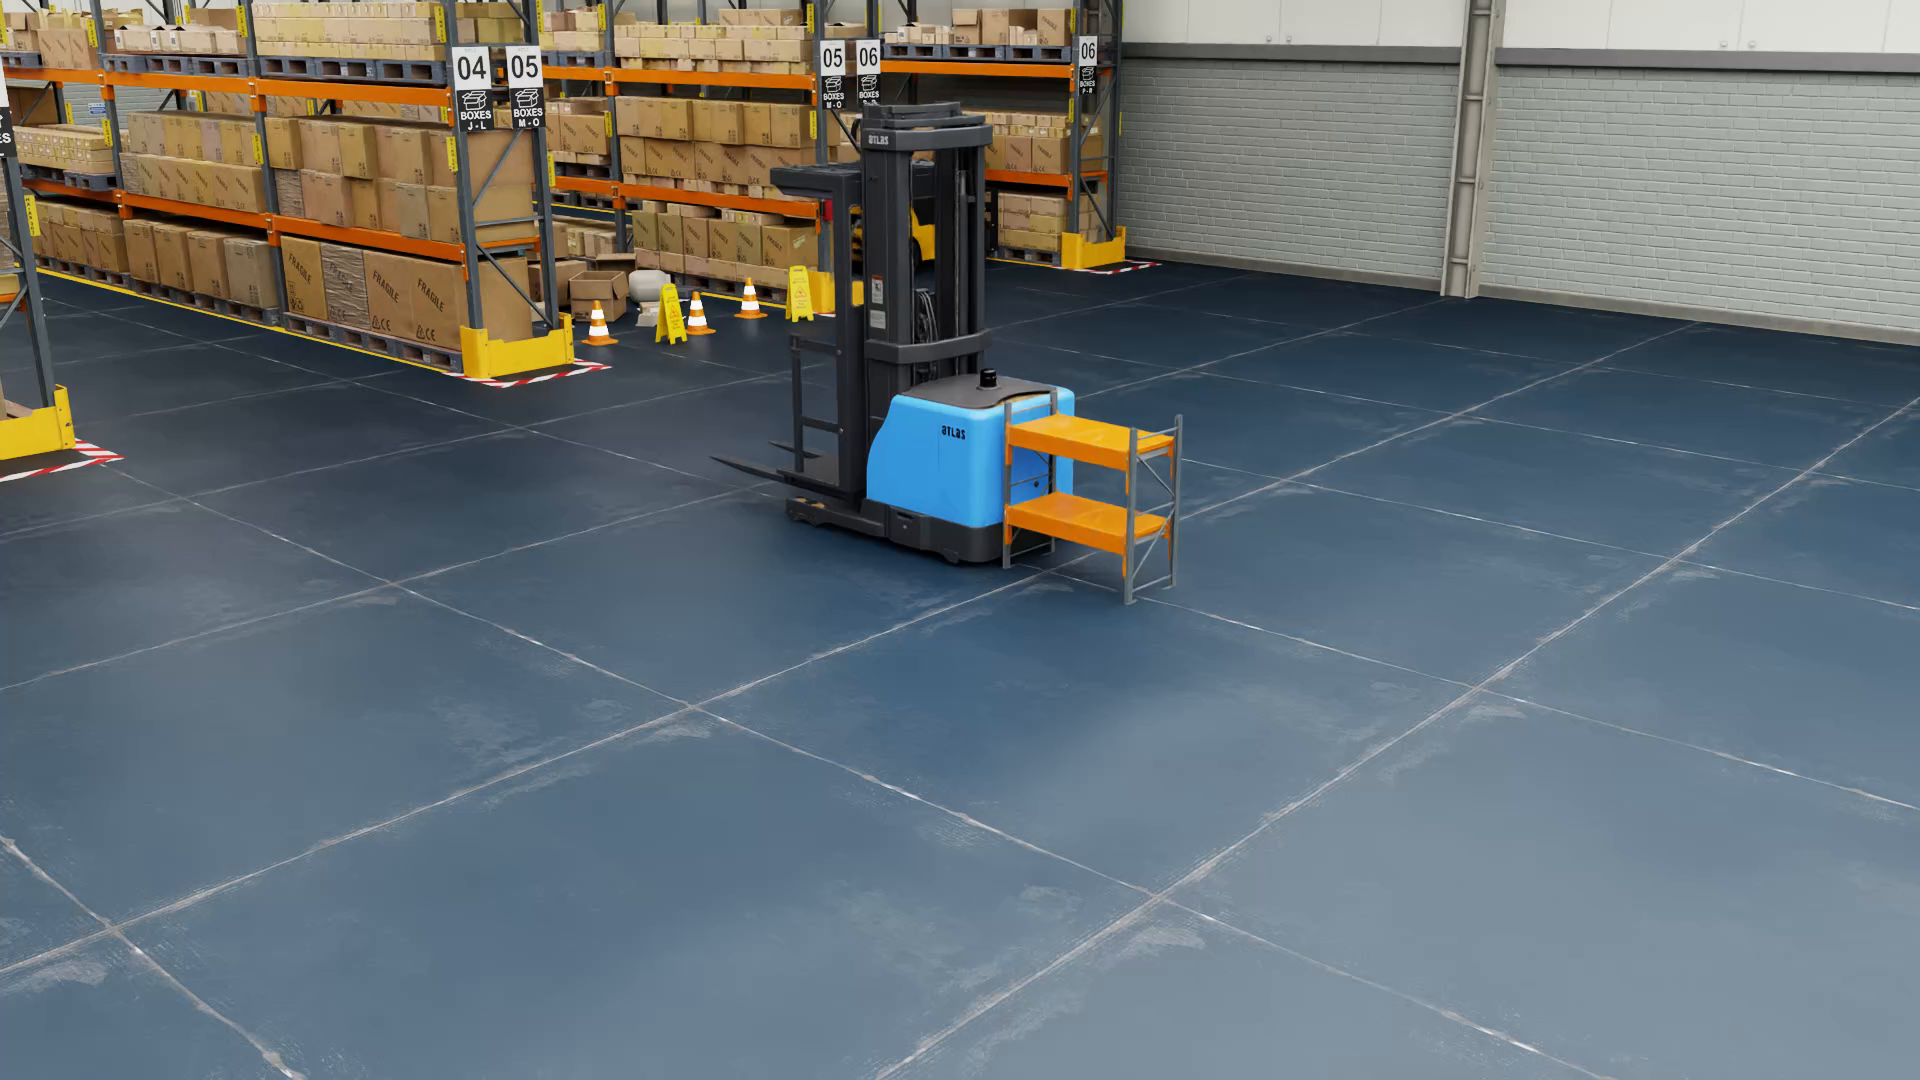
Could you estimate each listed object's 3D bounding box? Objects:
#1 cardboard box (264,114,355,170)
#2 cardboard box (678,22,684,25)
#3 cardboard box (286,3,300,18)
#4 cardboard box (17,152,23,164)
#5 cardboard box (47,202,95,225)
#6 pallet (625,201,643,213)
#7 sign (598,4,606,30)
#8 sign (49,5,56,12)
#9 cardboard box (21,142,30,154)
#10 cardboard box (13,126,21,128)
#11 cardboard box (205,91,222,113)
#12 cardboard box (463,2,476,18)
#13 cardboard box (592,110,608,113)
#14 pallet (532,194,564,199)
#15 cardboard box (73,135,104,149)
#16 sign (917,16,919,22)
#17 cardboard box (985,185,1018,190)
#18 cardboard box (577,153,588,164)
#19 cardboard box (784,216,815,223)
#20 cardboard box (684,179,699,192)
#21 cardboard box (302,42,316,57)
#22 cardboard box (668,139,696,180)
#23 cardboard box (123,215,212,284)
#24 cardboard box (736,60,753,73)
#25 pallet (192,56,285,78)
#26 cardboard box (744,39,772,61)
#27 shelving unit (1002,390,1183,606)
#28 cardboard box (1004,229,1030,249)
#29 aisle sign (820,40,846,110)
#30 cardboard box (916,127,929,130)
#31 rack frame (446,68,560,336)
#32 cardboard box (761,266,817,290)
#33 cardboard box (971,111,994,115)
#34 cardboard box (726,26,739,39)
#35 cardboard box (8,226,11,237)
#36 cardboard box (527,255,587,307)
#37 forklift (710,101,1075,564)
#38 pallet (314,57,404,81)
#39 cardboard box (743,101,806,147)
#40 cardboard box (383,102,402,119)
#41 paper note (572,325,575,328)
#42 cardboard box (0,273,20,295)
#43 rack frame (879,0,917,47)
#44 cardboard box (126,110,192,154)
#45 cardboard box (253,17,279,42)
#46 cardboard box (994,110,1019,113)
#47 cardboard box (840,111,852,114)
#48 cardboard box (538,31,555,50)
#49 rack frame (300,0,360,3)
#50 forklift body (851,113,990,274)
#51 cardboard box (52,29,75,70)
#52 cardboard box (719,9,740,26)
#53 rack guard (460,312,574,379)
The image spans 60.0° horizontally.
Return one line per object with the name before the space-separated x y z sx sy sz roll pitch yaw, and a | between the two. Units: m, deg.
cardboard box | -7.307 -4.518 18.855 0.550 0.550 0.875 15 23 39
cardboard box | -4.630 -8.849 28.676 0.250 0.149 0.380 14 22 37
cardboard box | -6.942 -5.649 17.730 0.250 0.149 0.380 15 23 38
cardboard box | -12.971 -5.361 23.266 0.250 0.149 0.380 15 23 40
cardboard box | -12.388 -4.568 23.245 0.500 0.250 0.500 16 24 41
pallet | -5.491 -6.155 30.657 1.213 0.211 1.003 15 23 39
sign | -4.715 -6.891 21.902 0.005 0.325 0.100 15 23 39
sign | -13.178 -7.610 24.167 0.005 0.325 0.100 15 23 39
cardboard box | -12.767 -5.450 23.054 0.250 0.149 0.380 16 24 41
cardboard box | -13.554 -5.801 23.668 0.250 0.149 0.380 17 24 42
cardboard box | -13.155 -7.926 29.811 0.500 0.500 0.500 14 23 38
cardboard box | -4.793 -5.338 16.751 0.250 0.149 0.380 15 23 40
cardboard box | -5.246 -5.905 23.908 0.500 0.500 0.500 15 23 39
pallet | -8.471 -6.937 33.123 1.213 0.211 1.003 15 23 39
cardboard box | -11.409 -5.226 21.858 0.250 0.149 0.380 15 23 39
sign | -0.691 -8.117 26.286 0.005 0.325 0.100 15 23 39
cardboard box | 0.578 -5.287 25.509 0.500 0.250 0.500 14 23 38
cardboard box | -5.103 -5.332 23.175 0.250 0.149 0.380 14 22 38
cardboard box | -2.190 -3.931 21.650 0.500 0.500 0.500 14 22 37
cardboard box | -3.377 -4.639 21.686 0.250 0.149 0.380 15 23 40
cardboard box | -6.751 -5.217 17.690 0.250 0.149 0.380 15 23 38
cardboard box | -3.448 -4.992 21.727 0.500 0.500 0.500 15 23 39
cardboard box | -10.156 -3.802 21.657 0.750 0.750 1.050 15 23 39
cardboard box | -2.558 -5.878 20.630 0.250 0.149 0.380 15 23 39
pallet | -8.278 -5.525 19.419 1.217 0.209 0.805 14 22 37
cardboard box | -2.286 -5.997 20.346 0.500 0.250 0.500 15 23 39
shelving unit | 0.834 -0.292 10.671 1.048 1.125 0.538 16 24 41
cardboard box | 1.007 -4.489 24.648 0.500 0.250 0.500 15 23 39
aisle sign | -1.504 -5.512 19.722 0.004 0.787 0.394 15 23 39
cardboard box | -0.451 -6.347 25.414 0.250 0.149 0.380 16 23 40
rack frame | -4.568 -3.210 16.768 0.127 3.000 1.000 15 23 39
cardboard box | -2.159 -3.346 21.048 0.500 0.250 0.500 15 23 39
cardboard box | 0.375 -6.304 24.787 0.250 0.149 0.380 15 23 40
cardboard box | -2.689 -6.321 20.709 0.250 0.149 0.380 14 22 38
cardboard box | -13.990 -4.594 24.656 0.250 0.149 0.380 16 23 40
cardboard box | -5.057 -3.191 20.610 0.503 0.637 0.797 15 23 39
forklift | -0.622 -1.597 11.797 3.031 2.935 1.130 16 24 41
pallet | -6.047 -4.989 17.562 1.213 0.211 1.003 15 23 39
cardboard box | -2.259 -5.173 20.643 0.500 0.500 0.700 15 23 40
cardboard box | -8.658 -6.728 26.034 0.500 0.500 0.500 15 23 39
paper note | -4.583 -2.485 19.394 0.144 0.017 0.142 -9 20 -27
cardboard box | -7.991 -2.100 13.685 0.250 0.149 0.380 15 23 39
rack frame | -1.058 -9.137 25.525 0.127 3.000 1.000 15 23 39
cardboard box | -10.222 -5.248 21.372 0.500 0.500 0.700 15 23 39
cardboard box | -7.380 -5.600 18.235 0.500 0.250 0.500 15 23 40
cardboard box | 0.687 -6.406 25.108 0.250 0.149 0.380 15 23 40
cardboard box | -1.905 -6.972 27.383 0.250 0.149 0.380 15 23 39
cardboard box | -5.639 -7.002 23.311 0.500 0.250 0.500 15 23 40
rack frame | -10.333 -9.619 27.046 0.127 3.000 1.000 15 23 39
forklift body | -0.695 -5.038 23.930 1.214 2.155 2.313 15 23 39
cardboard box | -11.530 -6.449 21.848 0.500 0.500 0.500 15 23 39
cardboard box | -3.670 -8.605 27.784 0.500 0.500 0.500 15 23 40
rack guard | -4.550 -2.014 17.131 0.348 0.500 1.175 15 23 39
